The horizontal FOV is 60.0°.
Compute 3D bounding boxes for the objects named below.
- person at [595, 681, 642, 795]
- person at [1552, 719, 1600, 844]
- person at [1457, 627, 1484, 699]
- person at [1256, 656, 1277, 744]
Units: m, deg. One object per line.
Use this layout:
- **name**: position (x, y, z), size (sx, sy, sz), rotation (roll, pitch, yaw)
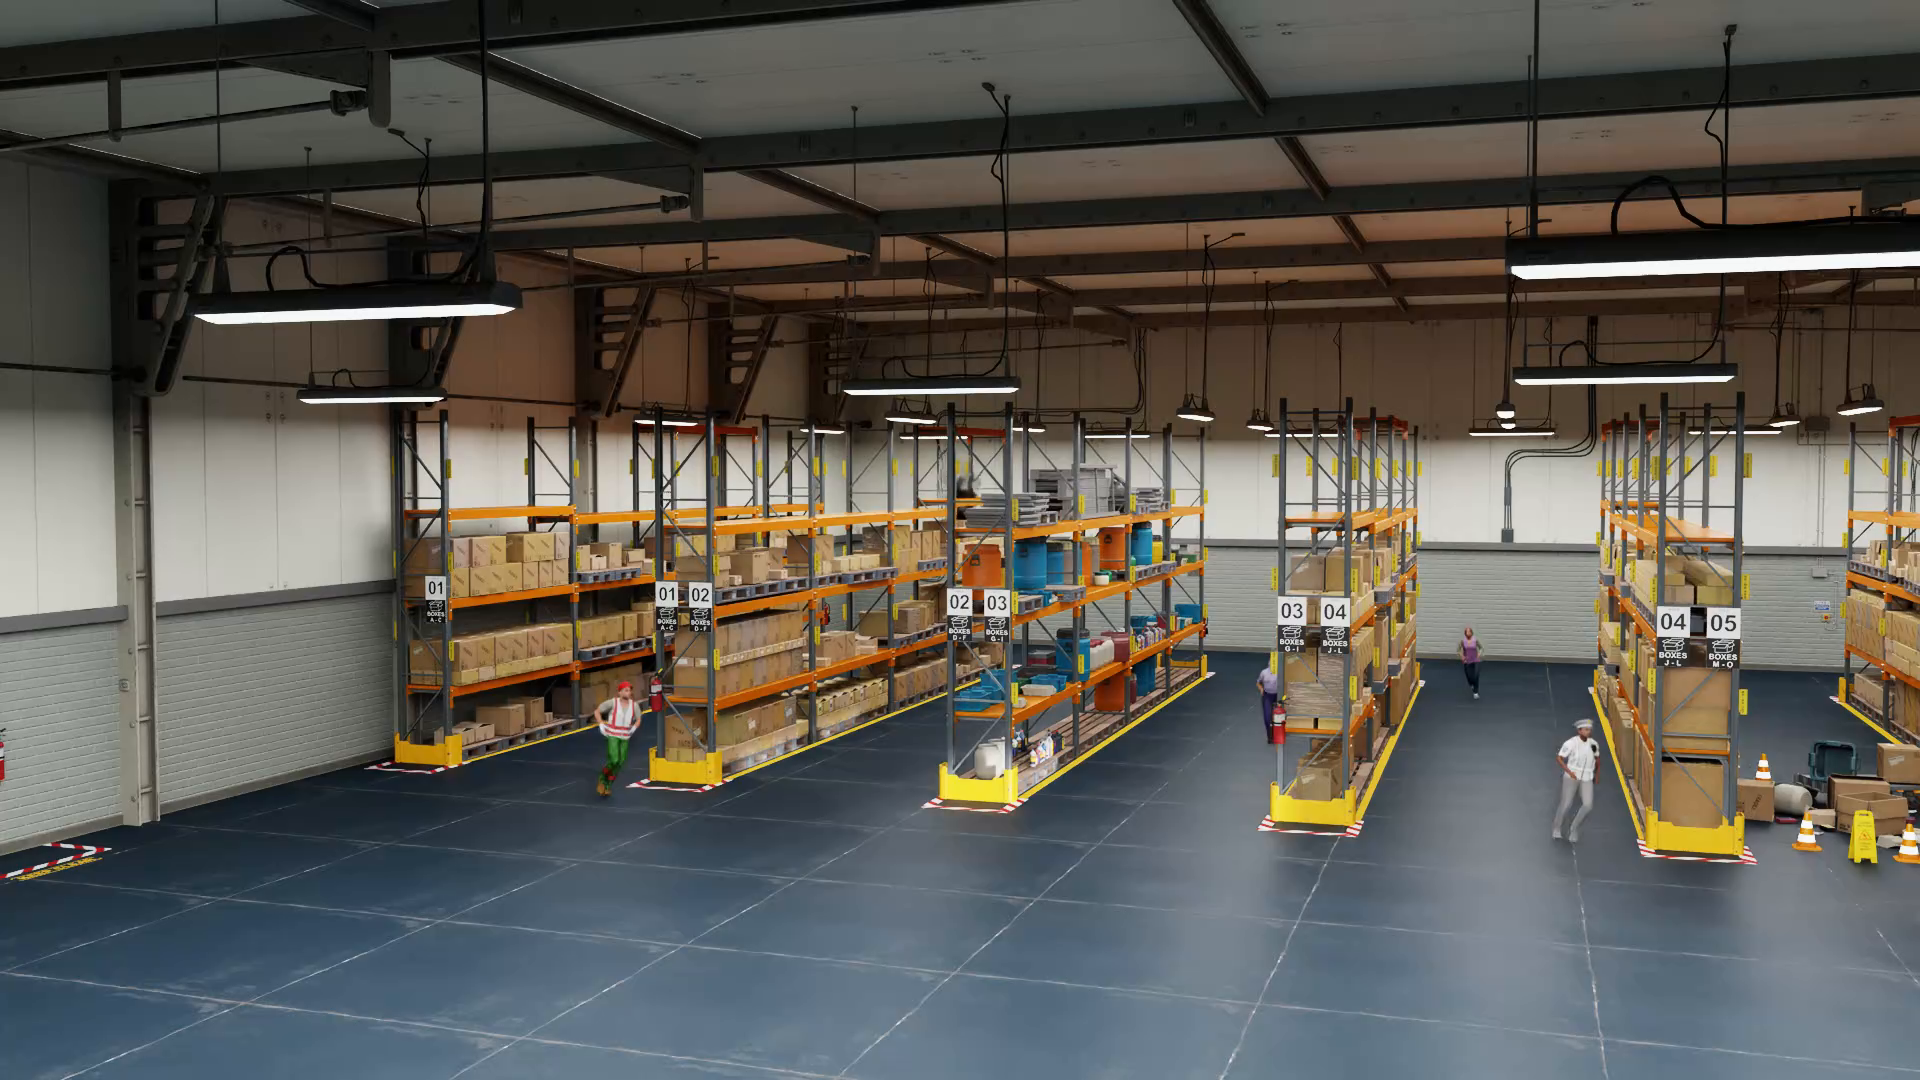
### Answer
- **person**: position (-5.193, 3.034, 25.451), size (0.698, 1.737, 0.583), rotation (-2, 3, -36)
- **person**: position (8.318, 3.223, 22.296), size (0.642, 1.672, 0.632), rotation (0, 2, 2)
- **person**: position (11.176, 2.684, 36.417), size (0.562, 1.556, 0.591), rotation (1, 3, 14)
- **person**: position (5.693, 2.904, 30.259), size (0.602, 1.598, 0.568), rotation (1, 3, 14)
